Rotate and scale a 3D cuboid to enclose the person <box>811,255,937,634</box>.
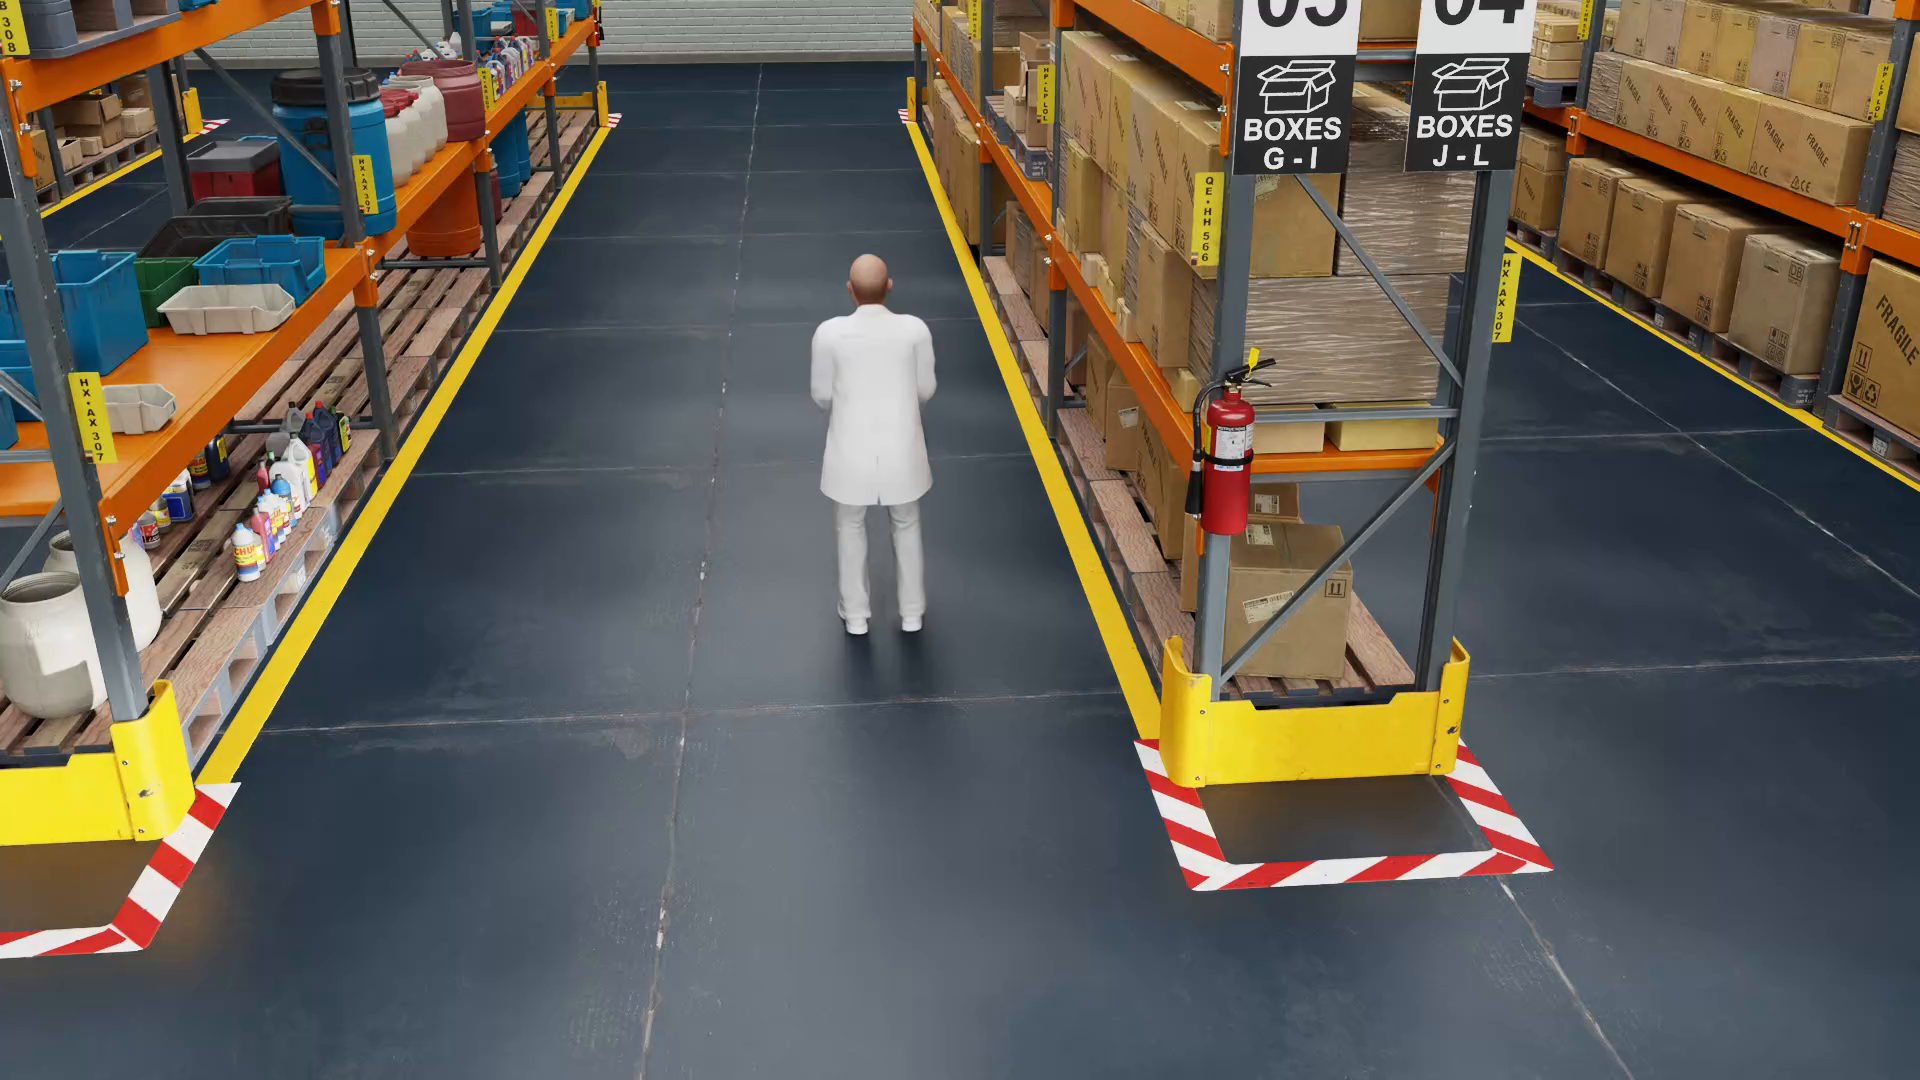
[{"bbox_3d":[-0.395,-0.455,7.658,0.566,1.782,0.499,-2,24,-6],"label":"person"}]
